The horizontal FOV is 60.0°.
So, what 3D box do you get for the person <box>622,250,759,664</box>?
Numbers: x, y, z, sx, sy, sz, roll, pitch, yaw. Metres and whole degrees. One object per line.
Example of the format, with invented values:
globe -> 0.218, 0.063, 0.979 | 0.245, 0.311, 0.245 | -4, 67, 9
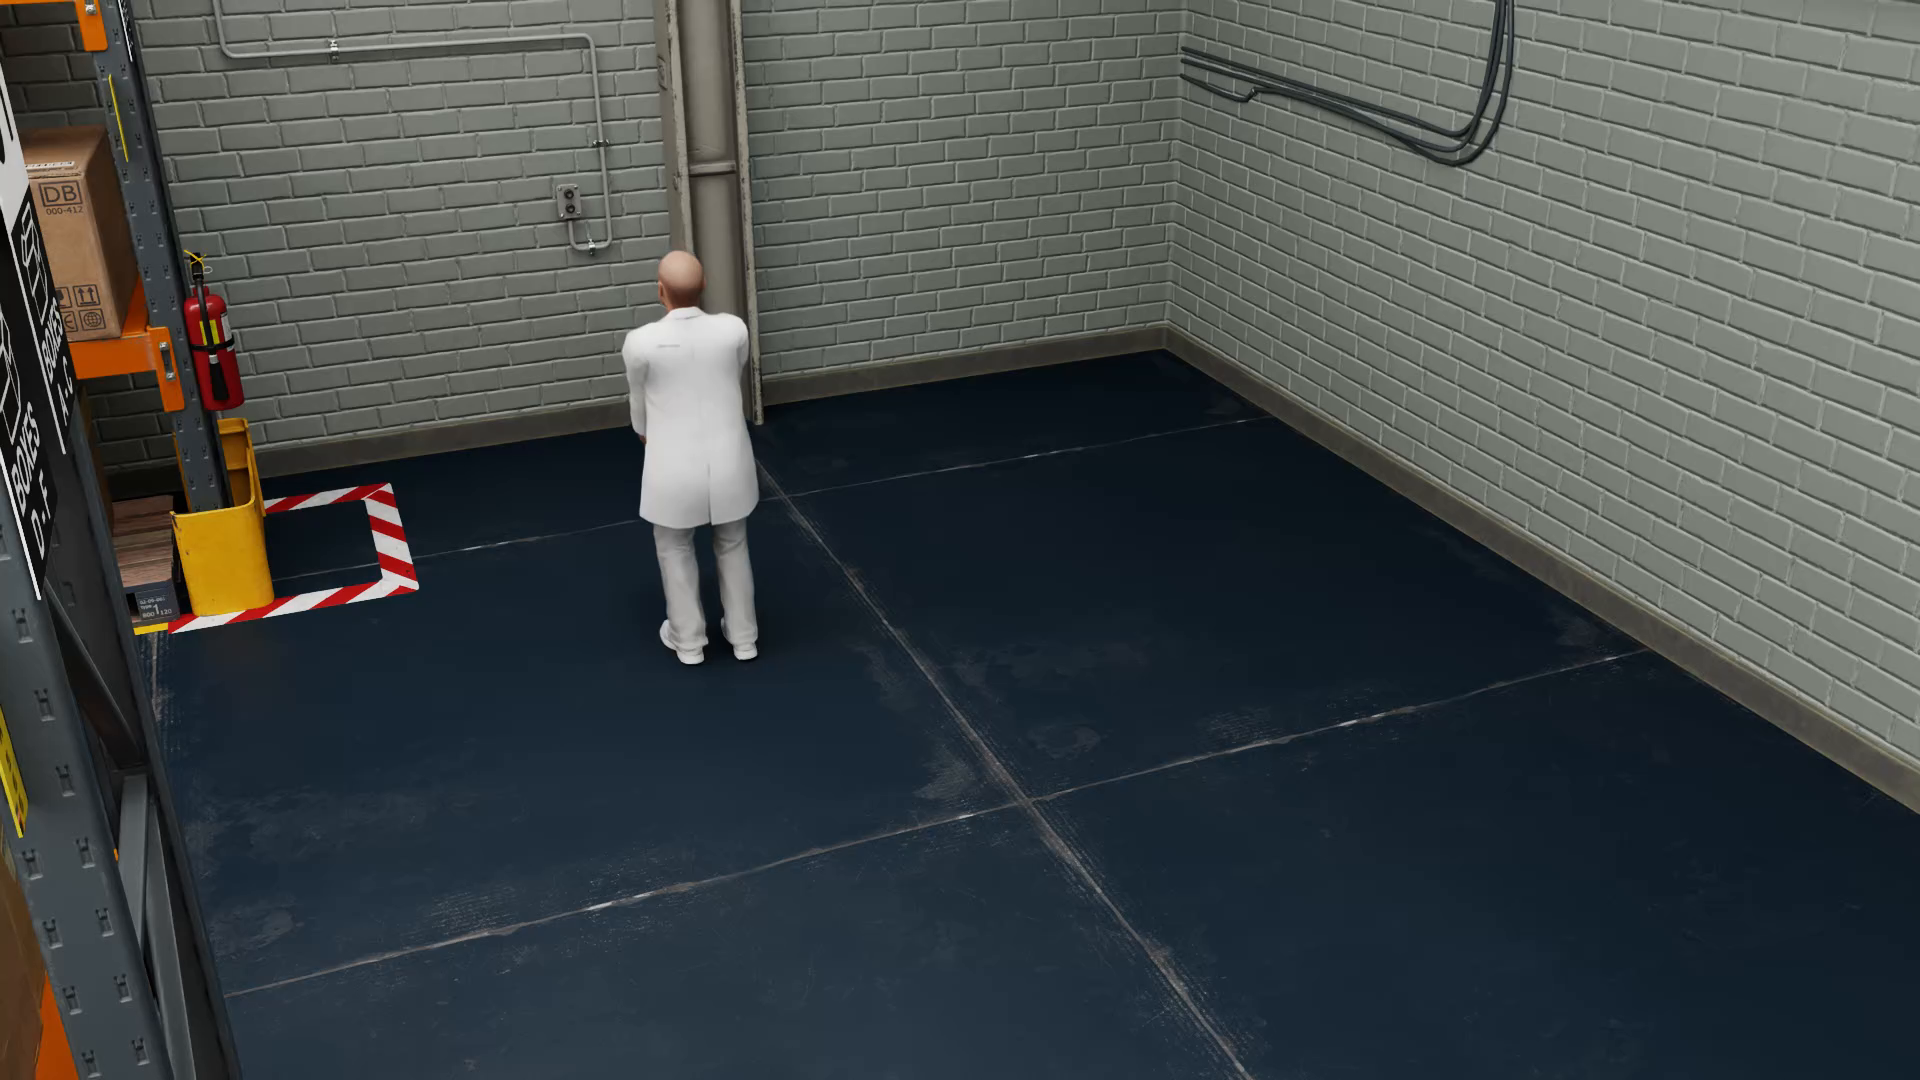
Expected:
person -> -1.116, -0.355, 6.873 | 0.527, 1.780, 0.551 | -11, 28, -21
